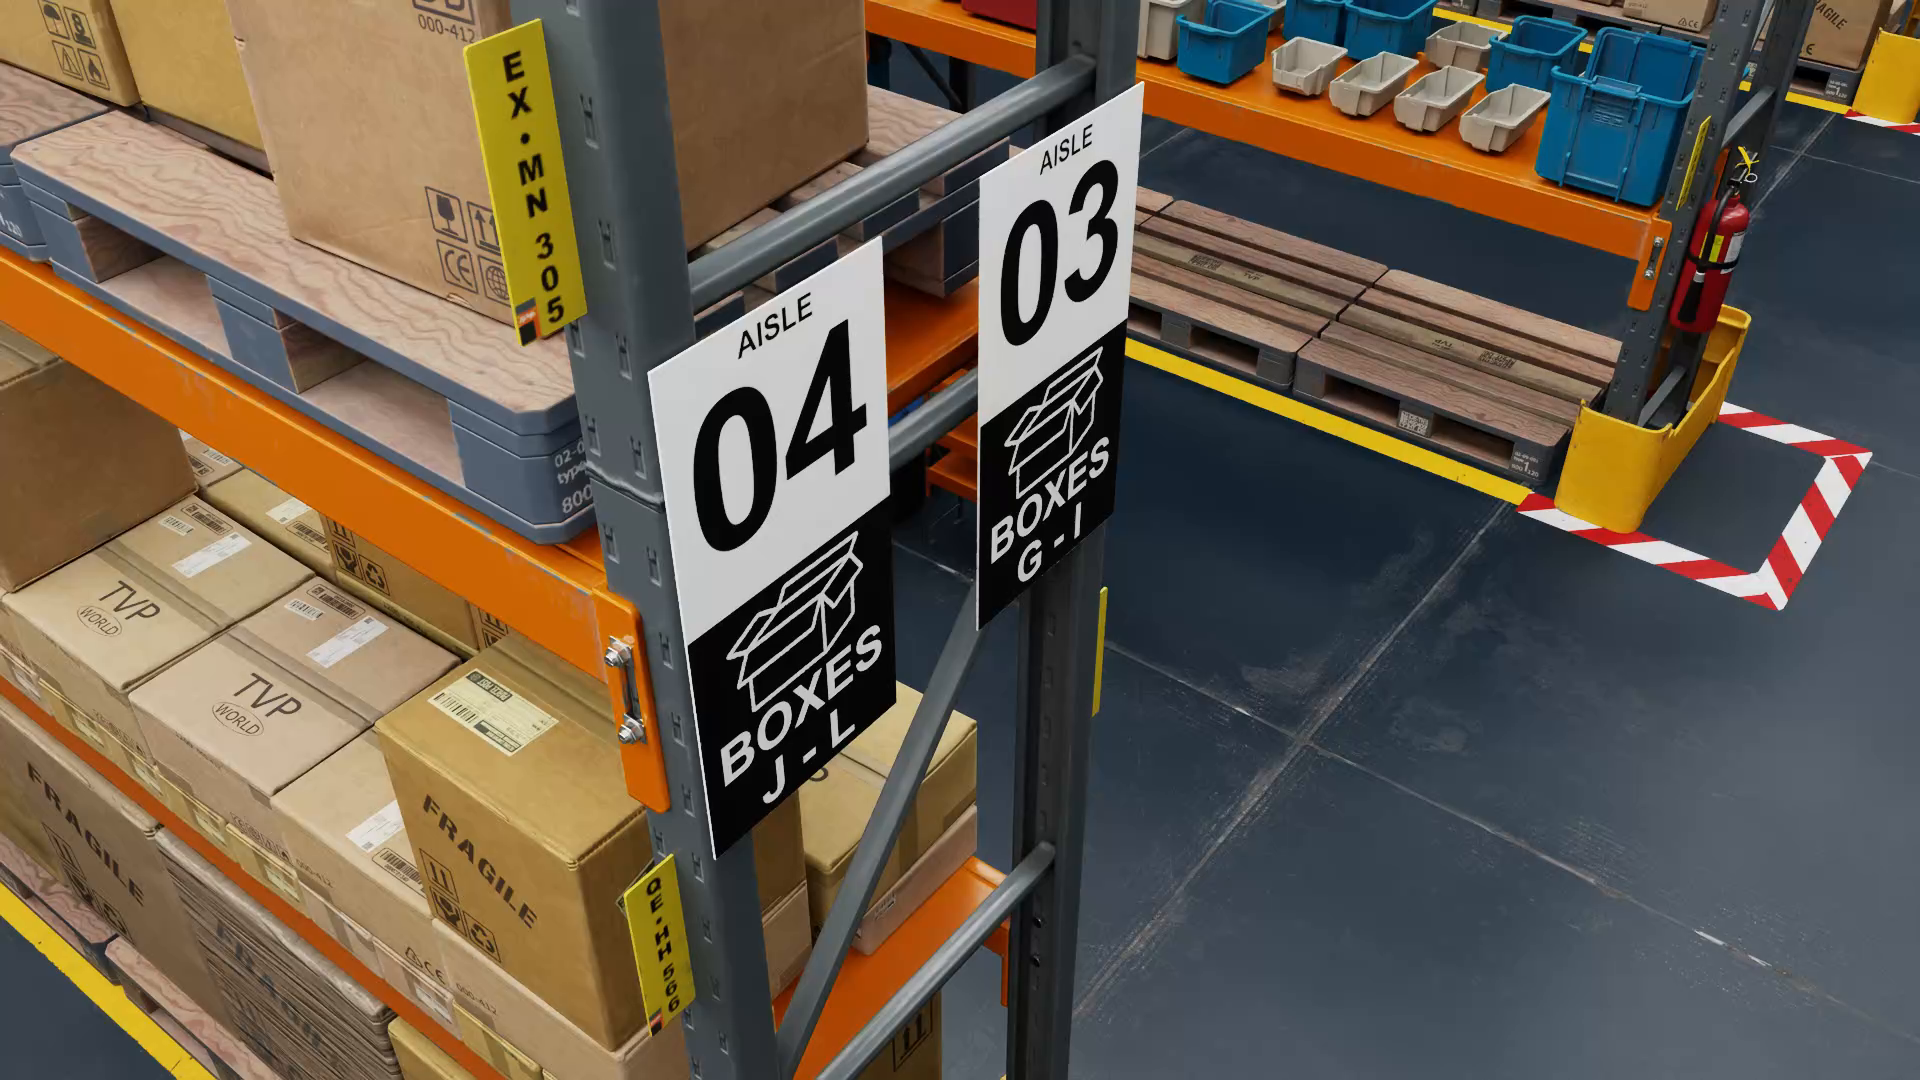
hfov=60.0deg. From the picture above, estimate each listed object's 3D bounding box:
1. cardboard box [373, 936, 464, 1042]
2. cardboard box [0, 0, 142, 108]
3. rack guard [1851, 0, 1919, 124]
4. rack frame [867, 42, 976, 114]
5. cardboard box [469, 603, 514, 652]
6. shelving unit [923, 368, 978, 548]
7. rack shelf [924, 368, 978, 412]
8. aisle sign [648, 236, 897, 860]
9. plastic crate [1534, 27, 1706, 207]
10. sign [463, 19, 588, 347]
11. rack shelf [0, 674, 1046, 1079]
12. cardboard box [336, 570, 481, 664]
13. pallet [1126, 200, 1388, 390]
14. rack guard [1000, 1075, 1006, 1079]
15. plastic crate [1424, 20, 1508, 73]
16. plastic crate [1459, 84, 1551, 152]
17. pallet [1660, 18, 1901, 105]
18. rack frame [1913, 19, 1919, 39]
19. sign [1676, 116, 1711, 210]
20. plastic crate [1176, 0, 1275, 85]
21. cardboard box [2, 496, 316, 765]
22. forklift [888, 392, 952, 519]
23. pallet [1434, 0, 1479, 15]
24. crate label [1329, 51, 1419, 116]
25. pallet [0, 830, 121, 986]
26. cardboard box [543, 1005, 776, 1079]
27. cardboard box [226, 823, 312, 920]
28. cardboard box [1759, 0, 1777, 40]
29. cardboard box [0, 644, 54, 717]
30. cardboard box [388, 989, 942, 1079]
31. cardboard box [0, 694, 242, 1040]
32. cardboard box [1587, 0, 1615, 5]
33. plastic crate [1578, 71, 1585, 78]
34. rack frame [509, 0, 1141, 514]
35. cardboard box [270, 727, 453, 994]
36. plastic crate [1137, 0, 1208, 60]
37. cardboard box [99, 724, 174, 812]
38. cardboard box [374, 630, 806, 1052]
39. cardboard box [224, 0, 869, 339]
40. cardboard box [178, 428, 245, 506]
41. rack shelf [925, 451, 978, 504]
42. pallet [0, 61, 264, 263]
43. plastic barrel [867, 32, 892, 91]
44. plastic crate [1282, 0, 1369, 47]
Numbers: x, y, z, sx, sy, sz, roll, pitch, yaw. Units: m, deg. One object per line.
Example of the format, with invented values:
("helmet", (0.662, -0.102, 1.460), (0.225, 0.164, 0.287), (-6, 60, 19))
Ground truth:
("cardboard box", (-0.982, 0.818, 3.476), (0.250, 0.149, 0.380), (25, 45, 29))
("cardboard box", (-1.352, -1.151, 2.850), (0.500, 0.500, 0.700), (22, 43, 26))
("rack guard", (5.869, -3.011, 10.190), (0.348, 0.500, 1.175), (25, 45, 29))
("rack frame", (-0.260, -3.041, 8.200), (0.127, 3.000, 1.000), (25, 45, 29))
("cardboard box", (-0.707, 0.030, 3.550), (0.500, 0.500, 0.500), (24, 44, 28))
("shelving unit", (0.131, -0.410, 6.301), (0.503, 1.200, 0.258), (25, 45, 29))
("rack shelf", (0.131, -0.534, 6.205), (0.480, 0.148, 0.258), (25, 45, 29))
("aisle sign", (-0.217, 0.033, 2.166), (0.004, 0.787, 0.394), (25, 45, 29))
("plastic crate", (2.537, -1.614, 6.301), (0.499, 0.435, 0.616), (25, 45, 29))
("sign", (-0.433, -0.355, 1.683), (0.005, 0.325, 0.100), (25, 45, 29))
("rack shelf", (-1.681, 0.417, 4.368), (4.000, 0.370, 1.077), (25, 45, 29))
("cardboard box", (-1.123, 0.131, 4.030), (0.500, 0.250, 0.500), (24, 44, 27))
("pallet", (1.320, -1.230, 8.149), (1.213, 0.211, 1.003), (25, 45, 29))
("rack guard", (-0.073, 1.876, 3.948), (0.348, 0.500, 1.175), (25, 45, 29))
("plastic crate", (2.177, -2.131, 7.204), (0.298, 0.136, 0.250), (25, 45, 29))
("plastic crate", (2.159, -1.679, 6.627), (0.243, 0.136, 0.396), (25, 45, 29))
("pallet", (5.235, -3.195, 10.660), (1.213, 0.211, 1.003), (25, 45, 29))
("rack frame", (5.929, -3.967, 9.383), (0.127, 3.000, 1.000), (25, 45, 29))
("sign", (2.595, -1.331, 5.885), (0.005, 0.325, 0.100), (25, 45, 29))
("plastic crate", (1.130, -2.144, 7.142), (0.300, 0.233, 0.416), (25, 45, 29))
("cardboard box", (-1.862, 0.199, 3.943), (0.500, 0.250, 0.500), (25, 45, 29))
("forklift", (-1.452, -1.771, 6.635), (3.031, 2.935, 1.130), (24, 44, 28))
("pallet", (3.297, -4.109, 11.827), (1.213, 0.211, 1.003), (25, 45, 29))
("crate label", (1.702, -1.887, 6.892), (0.243, 0.136, 0.396), (25, 45, 29))
("pallet", (-2.713, 0.806, 5.550), (1.213, 0.211, 1.003), (25, 45, 29))
("cardboard box", (-0.575, 1.009, 3.231), (0.250, 0.149, 0.380), (26, 45, 29))
("cardboard box", (-1.387, 0.628, 3.719), (0.250, 0.149, 0.380), (24, 44, 28))
("cardboard box", (5.081, -3.303, 10.477), (0.250, 0.166, 0.380), (25, 45, 29))
("cardboard box", (-2.207, 0.242, 4.211), (0.250, 0.149, 0.380), (26, 45, 29))
("cardboard box", (-0.649, 1.353, 3.971), (0.875, 0.875, 0.875), (25, 45, 29))
("cardboard box", (-2.079, 0.679, 4.832), (0.875, 0.875, 0.875), (25, 45, 29))
("cardboard box", (4.247, -3.954, 11.035), (0.637, 0.503, 0.797), (25, 45, 29))
("plastic crate", (2.716, -1.877, 6.879), (0.298, 0.136, 0.250), (25, 45, 29))
("rack frame", (-0.092, -1.479, 1.340), (0.127, 3.000, 1.000), (25, 45, 29))
("cardboard box", (-1.041, 0.583, 3.453), (0.500, 0.250, 0.500), (24, 44, 28))
("plastic crate", (0.841, -2.356, 7.373), (0.530, 0.282, 0.437), (25, 45, 29))
("cardboard box", (-1.789, 0.437, 3.963), (0.250, 0.149, 0.380), (26, 45, 29))
("cardboard box", (-0.639, 0.476, 2.981), (0.500, 0.500, 0.500), (26, 45, 29))
("cardboard box", (-0.538, -0.711, 2.289), (0.500, 0.500, 0.700), (23, 43, 26))
("cardboard box", (-1.941, -0.253, 4.520), (0.500, 0.250, 0.500), (26, 45, 29))
("rack shelf", (0.131, -0.201, 6.465), (0.480, 0.148, 0.258), (25, 45, 29))
("pallet", (-1.661, -0.993, 3.224), (1.213, 0.211, 1.003), (25, 45, 29))
("plastic barrel", (-0.682, -2.592, 8.989), (0.708, 0.901, 0.600), (25, 45, 29))
("plastic crate", (1.636, -2.359, 7.418), (0.300, 0.233, 0.416), (25, 45, 29))
